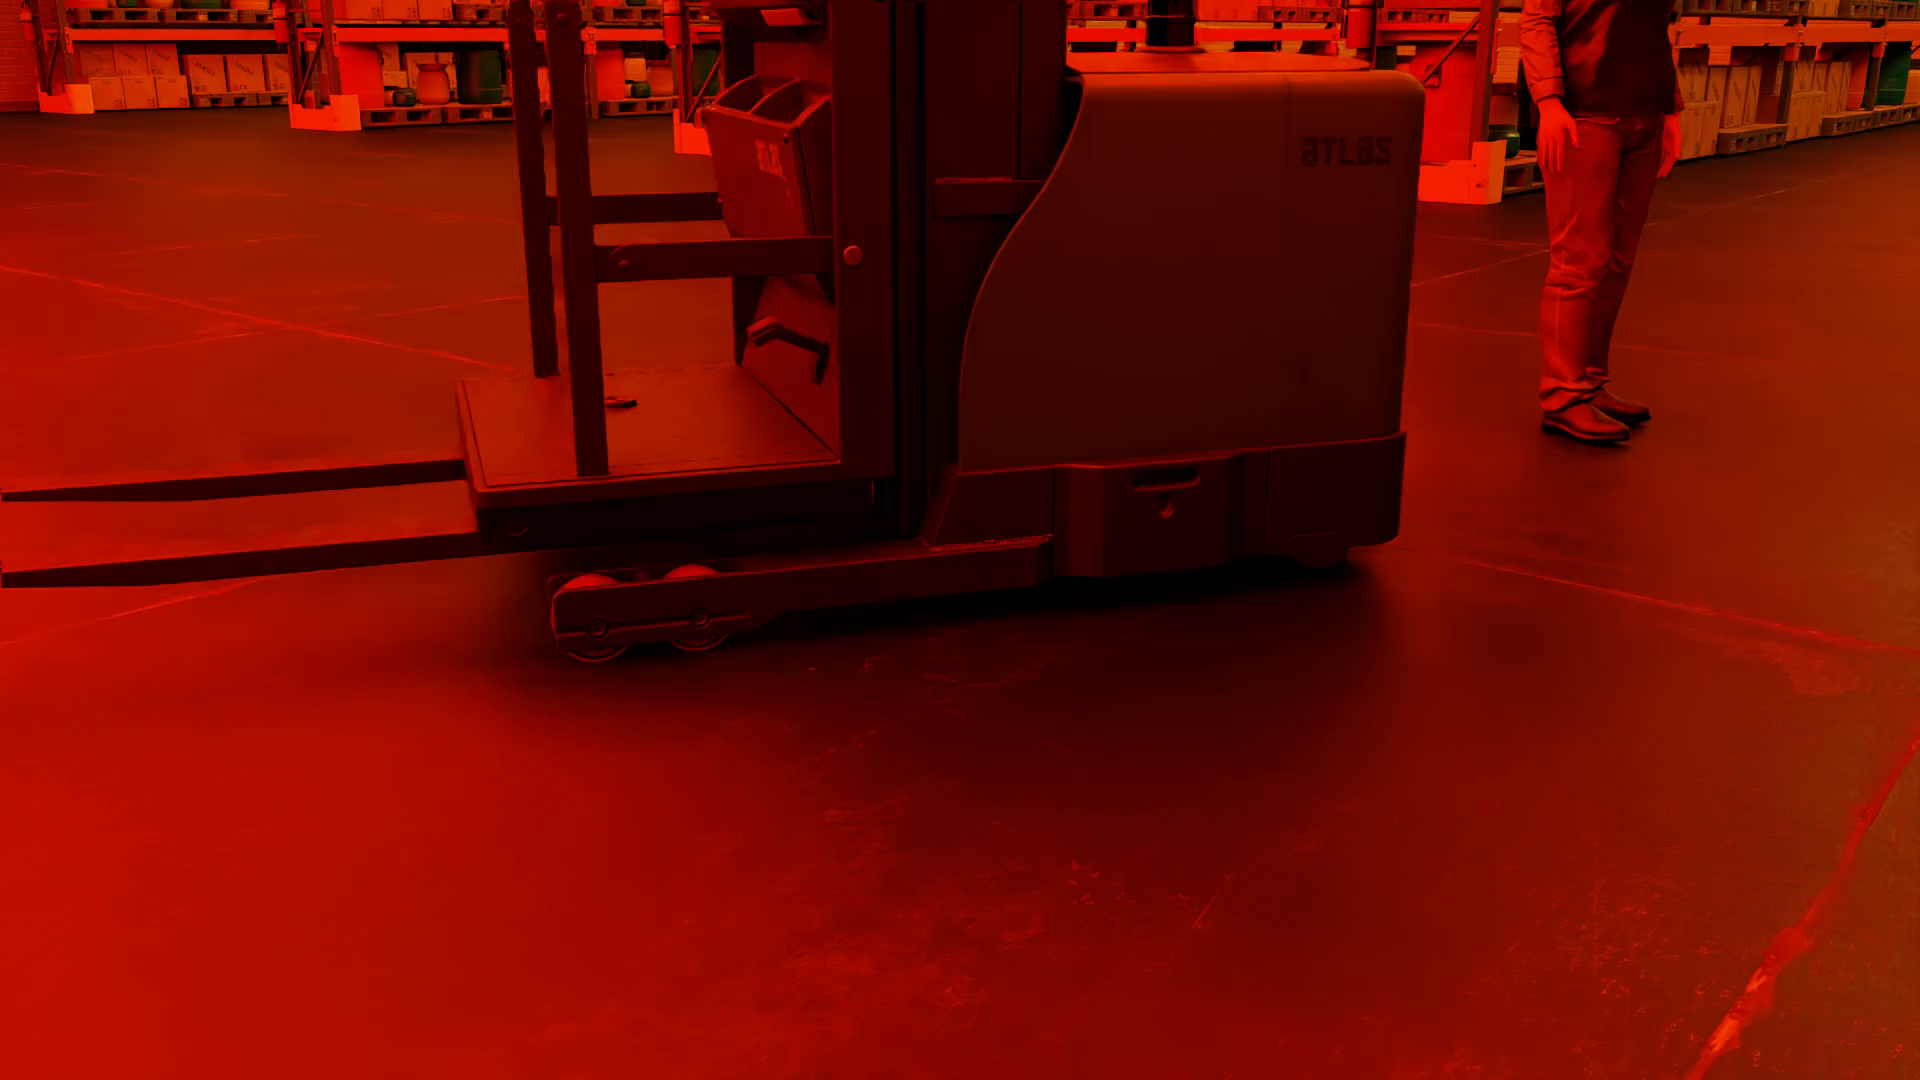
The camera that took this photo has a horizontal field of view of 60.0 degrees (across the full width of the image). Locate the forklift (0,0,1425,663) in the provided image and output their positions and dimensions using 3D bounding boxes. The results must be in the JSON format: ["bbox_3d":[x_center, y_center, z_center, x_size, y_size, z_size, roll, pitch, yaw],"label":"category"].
[{"bbox_3d":[-0.589,-1.340,3.310,3.031,2.935,1.130,-5,18,-17],"label":"forklift"}]

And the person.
[{"bbox_3d":[1.959,-1.197,4.905,0.639,1.725,0.566,-11,20,-33],"label":"person"}]
